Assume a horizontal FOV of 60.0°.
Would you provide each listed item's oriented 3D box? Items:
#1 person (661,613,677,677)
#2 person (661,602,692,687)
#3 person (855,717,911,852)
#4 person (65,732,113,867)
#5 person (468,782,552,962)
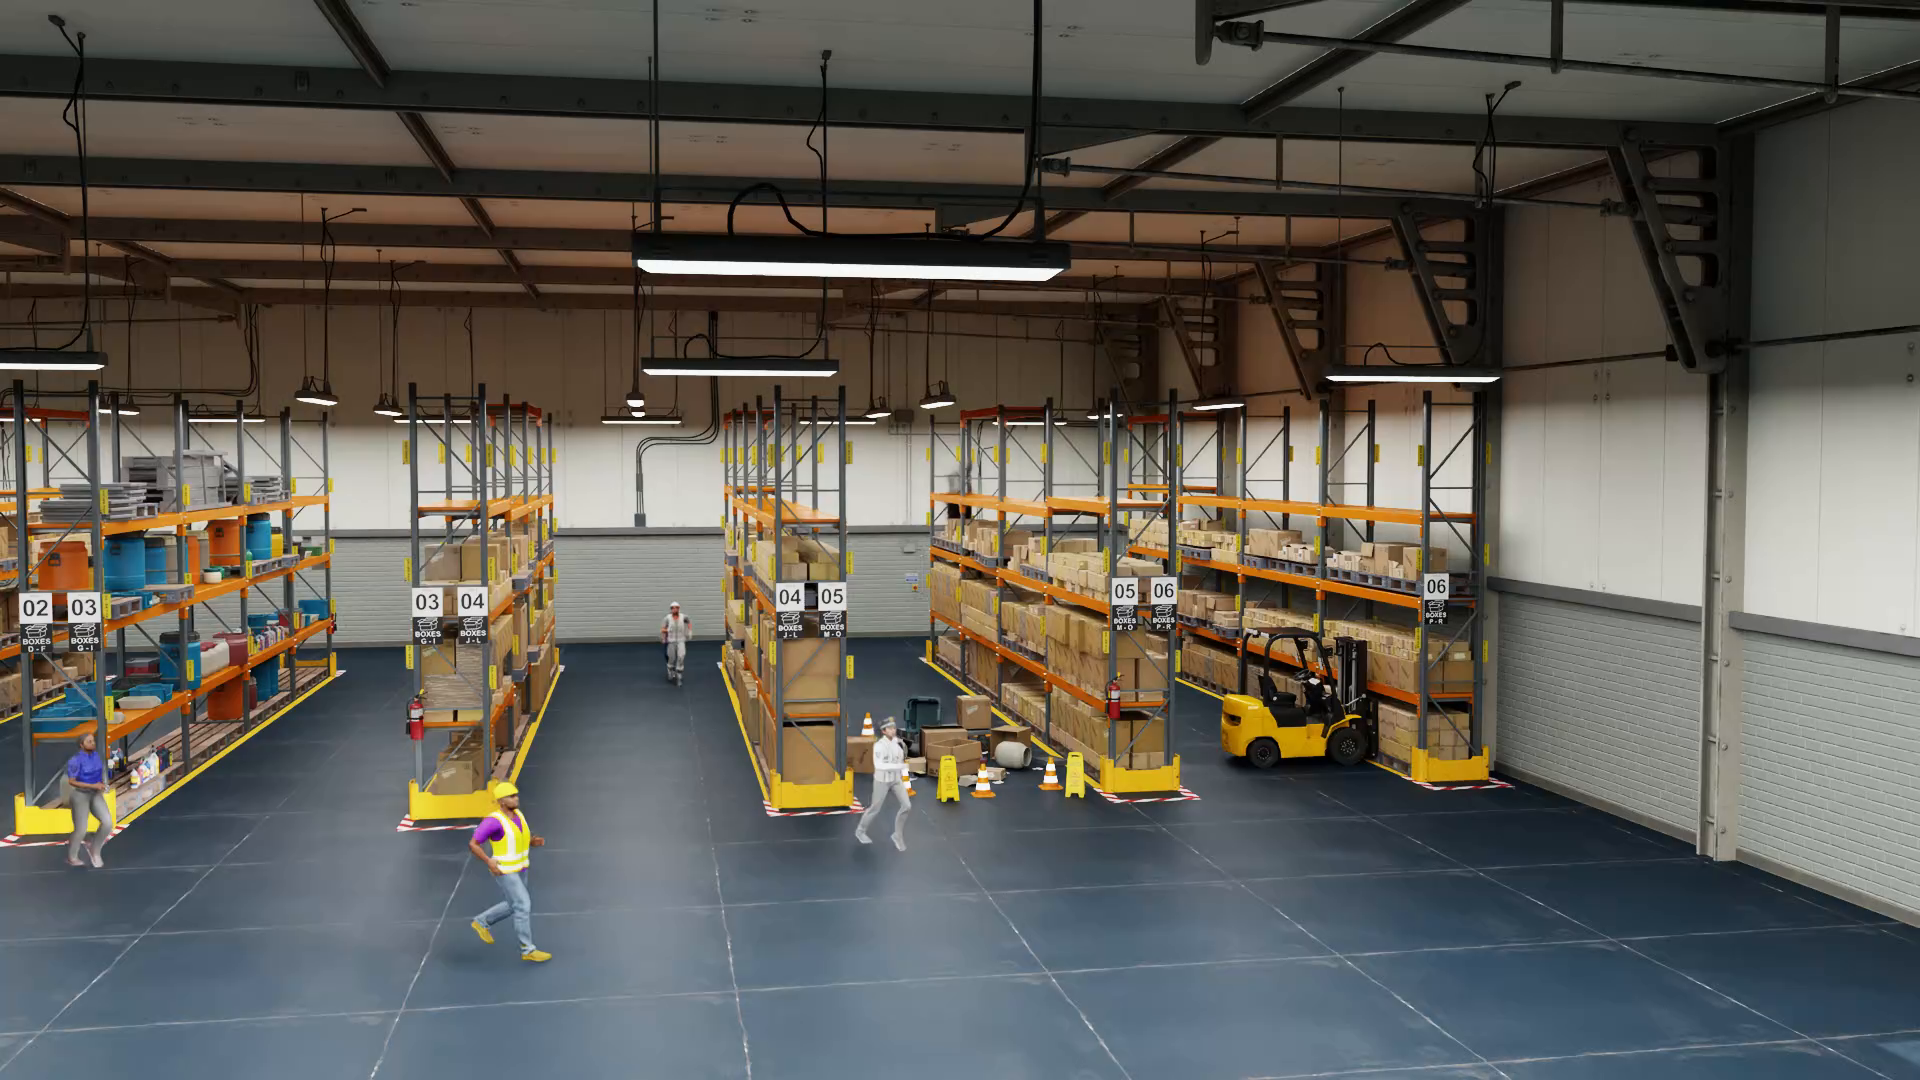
[{"bbox_3d":[-6.537,2.382,37.862,0.516,1.498,0.933,0,3,-2],"label":"person"},{"bbox_3d":[-6.212,2.261,36.442,0.672,1.830,0.930,-1,3,-10],"label":"person"},{"bbox_3d":[-0.928,3.087,21.144,0.867,1.729,0.623,3,4,43],"label":"person"},{"bbox_3d":[-10.550,3.172,20.184,0.694,1.690,0.601,1,3,21],"label":"person"},{"bbox_3d":[-4.480,3.277,16.512,0.954,1.745,0.711,1,3,16],"label":"person"}]
